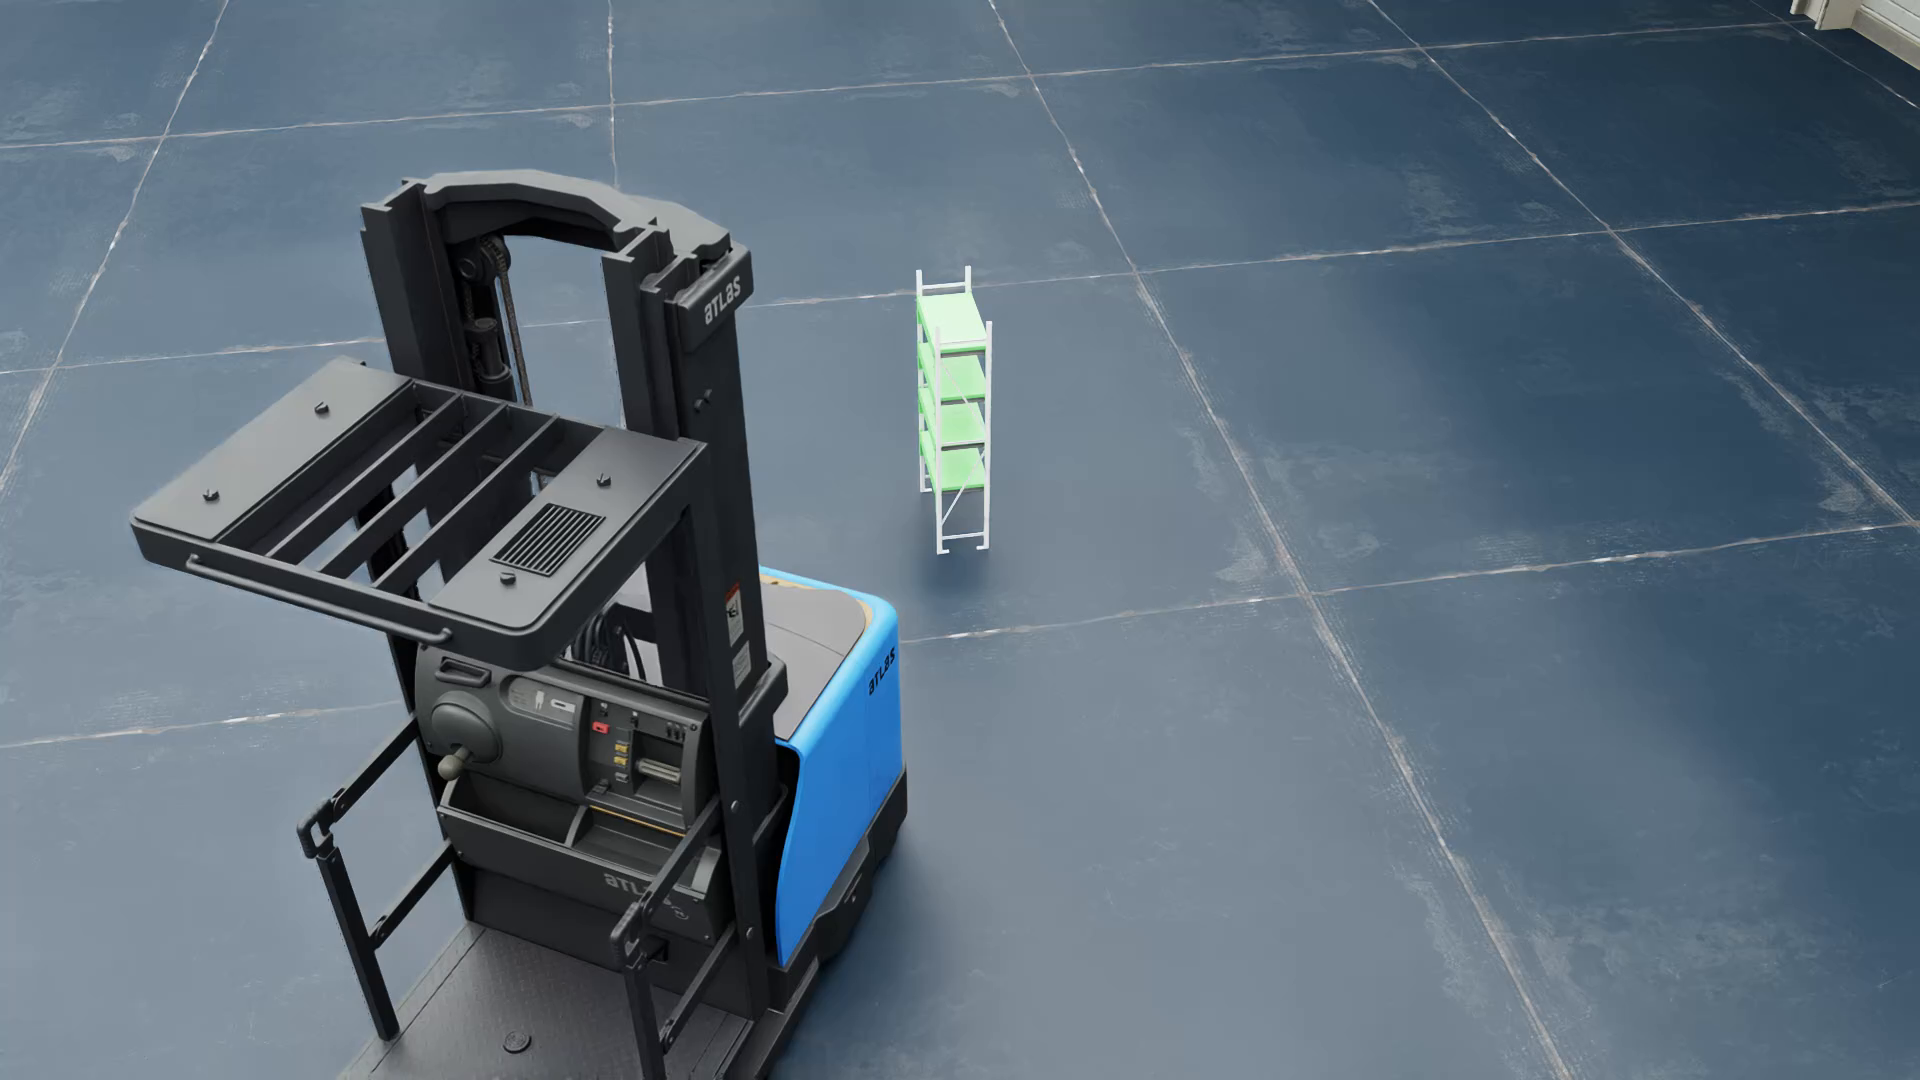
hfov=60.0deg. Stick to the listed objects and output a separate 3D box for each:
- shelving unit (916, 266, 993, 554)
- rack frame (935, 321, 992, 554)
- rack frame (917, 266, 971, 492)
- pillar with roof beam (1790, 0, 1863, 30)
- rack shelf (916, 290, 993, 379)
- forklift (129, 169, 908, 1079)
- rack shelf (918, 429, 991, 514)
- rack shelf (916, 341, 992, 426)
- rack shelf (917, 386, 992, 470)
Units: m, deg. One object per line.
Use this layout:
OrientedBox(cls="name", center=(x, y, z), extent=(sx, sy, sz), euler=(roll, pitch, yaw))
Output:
OrientedBox(cls="shelving unit", center=(-0.029, -0.574, 7.511), extent=(0.258, 1.200, 0.503), euler=(-6, 38, -8))
OrientedBox(cls="rack frame", center=(0.014, -0.426, 7.321), extent=(0.240, 1.200, 0.015), euler=(-6, 38, -8))
OrientedBox(cls="rack frame", center=(-0.072, -0.721, 7.700), extent=(0.240, 1.200, 0.015), euler=(-6, 38, -8))
OrientedBox(cls="pillar with roof beam", center=(2.487, -7.152, 9.621), extent=(9.100, 9.000, 0.400), euler=(-6, 38, -8))
OrientedBox(cls="rack shelf", center=(-0.029, -0.902, 7.255), extent=(0.258, 0.148, 0.480), euler=(-6, 38, -8))
OrientedBox(cls="forklift", center=(-1.222, 0.628, 4.553), extent=(1.130, 2.935, 3.031), euler=(14, 40, 17))
OrientedBox(cls="rack shelf", center=(-0.029, -0.334, 7.697), extent=(0.258, 0.148, 0.480), euler=(-6, 38, -8))
OrientedBox(cls="rack shelf", center=(-0.029, -0.713, 7.403), extent=(0.258, 0.148, 0.480), euler=(-6, 38, -8))
OrientedBox(cls="rack shelf", center=(-0.029, -0.523, 7.550), extent=(0.258, 0.148, 0.480), euler=(-6, 38, -8))
